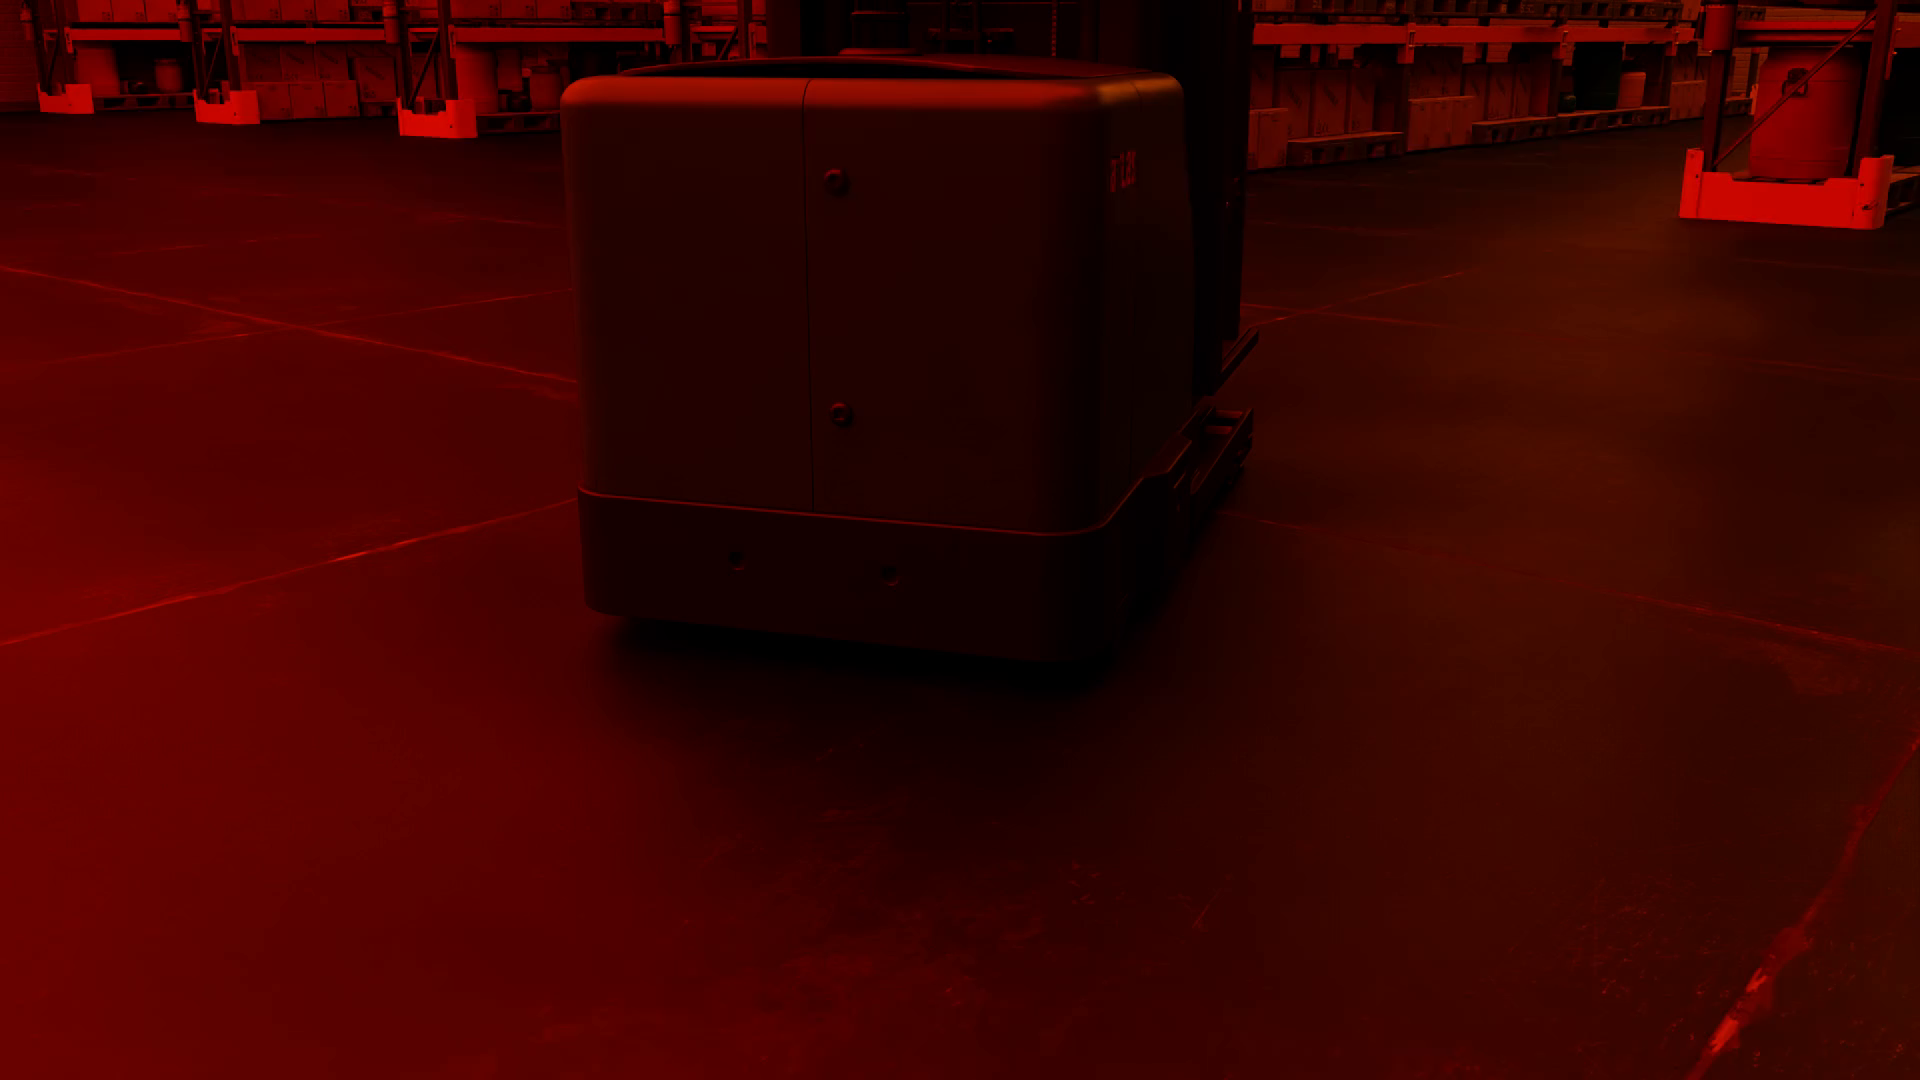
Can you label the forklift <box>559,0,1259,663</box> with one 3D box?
[{"bbox_3d":[0.182,-1.571,4.072,1.130,2.935,3.031,5,18,17],"label":"forklift"}]
